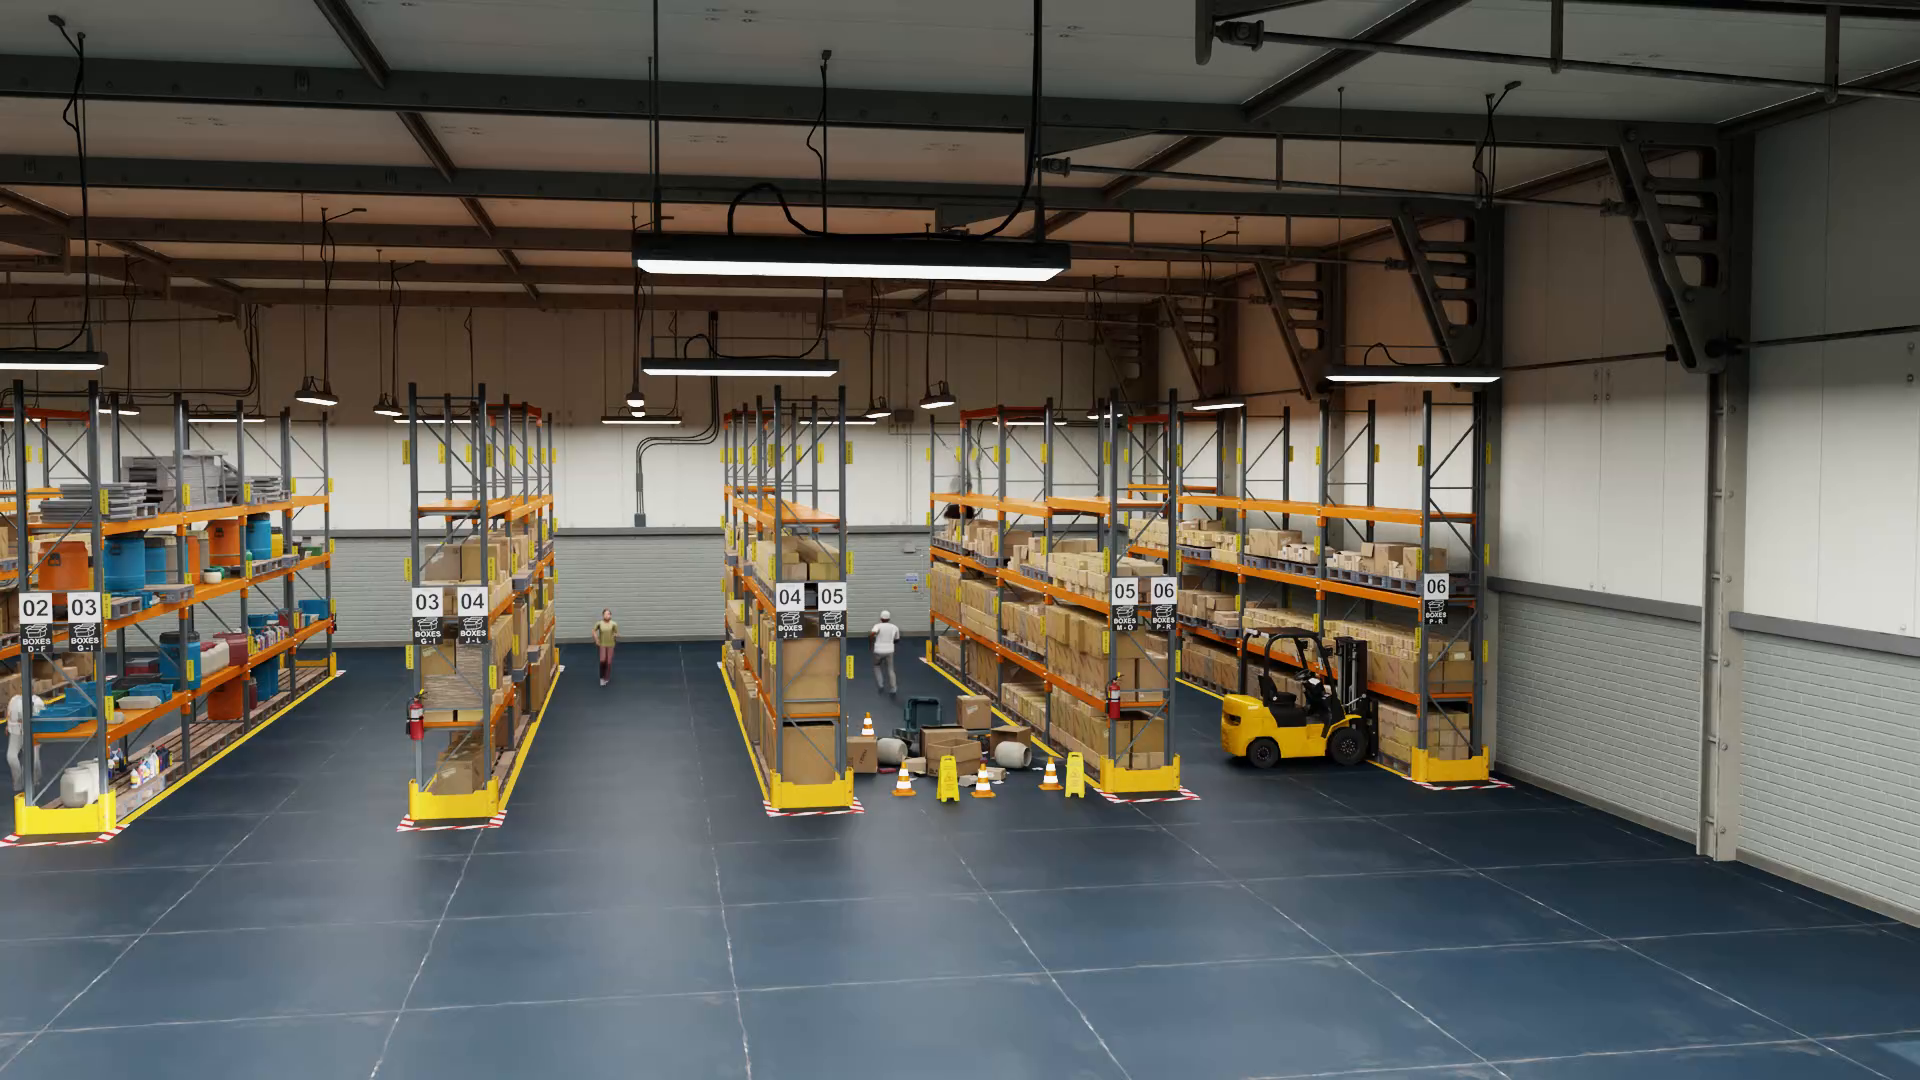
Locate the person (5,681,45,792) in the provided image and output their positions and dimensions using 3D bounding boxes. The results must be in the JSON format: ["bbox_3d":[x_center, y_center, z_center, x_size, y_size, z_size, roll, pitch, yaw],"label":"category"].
[{"bbox_3d":[-13.978,2.919,24.831,0.582,1.684,0.668,-1,3,-13],"label":"person"}]

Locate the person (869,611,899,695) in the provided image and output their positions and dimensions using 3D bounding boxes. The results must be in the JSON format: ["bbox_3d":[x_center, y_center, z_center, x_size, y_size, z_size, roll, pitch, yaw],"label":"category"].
[{"bbox_3d":[-1.585,2.371,34.601,0.710,1.795,0.877,-1,3,-16],"label":"person"}]

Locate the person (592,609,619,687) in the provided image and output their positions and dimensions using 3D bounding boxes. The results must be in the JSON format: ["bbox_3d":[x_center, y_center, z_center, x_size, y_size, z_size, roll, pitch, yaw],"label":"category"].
[{"bbox_3d":[-7.696,2.341,36.202,0.555,1.684,0.677,-1,3,-18],"label":"person"}]
